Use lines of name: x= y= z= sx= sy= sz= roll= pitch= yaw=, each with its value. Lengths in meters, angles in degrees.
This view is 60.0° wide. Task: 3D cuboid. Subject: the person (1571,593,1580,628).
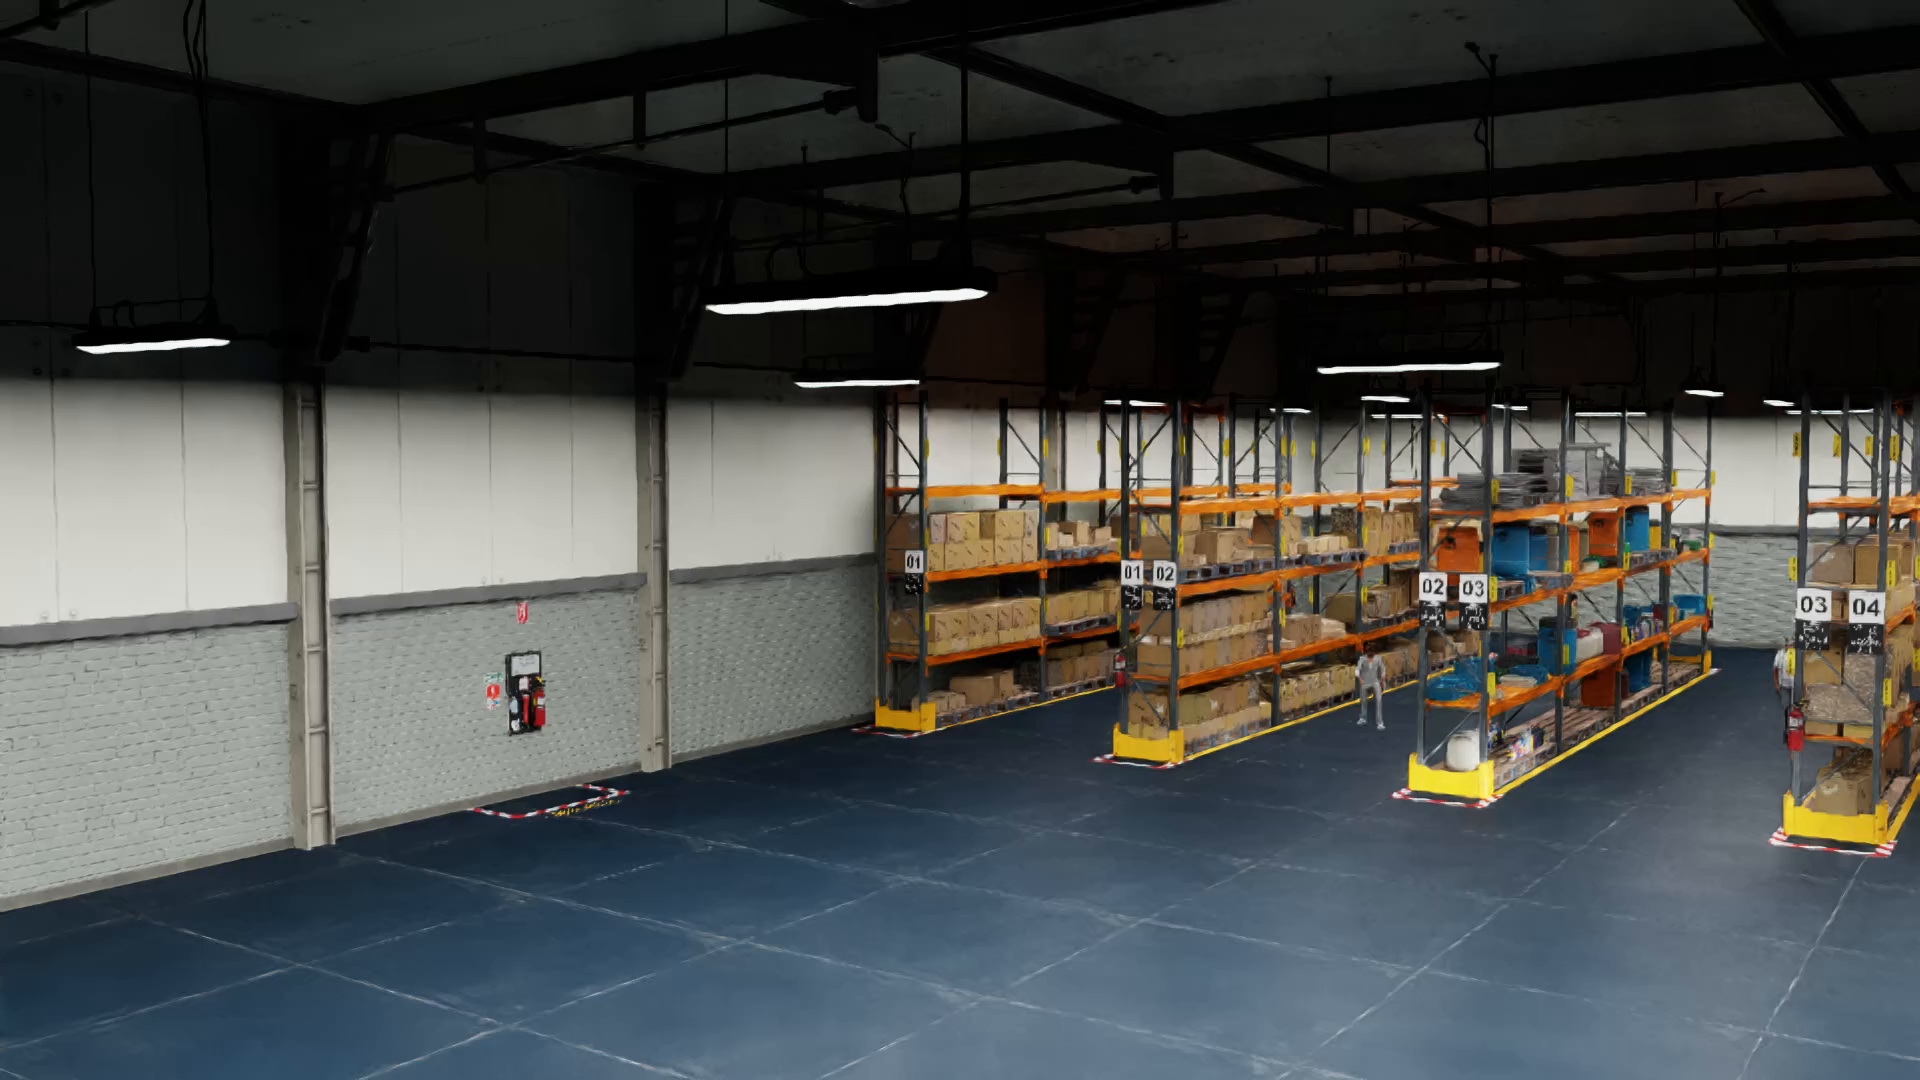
person: x=14.016 y=2.042 z=38.068 sx=0.390 sy=1.673 sz=0.562 roll=2 pitch=4 yaw=29

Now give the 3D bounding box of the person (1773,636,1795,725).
person: x=14.656 y=2.518 z=29.381 sx=0.539 sy=1.672 sz=1.116 roll=2 pitch=4 yaw=37

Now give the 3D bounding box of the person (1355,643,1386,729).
person: x=7.346 y=2.574 z=29.743 sx=0.552 sy=1.525 sz=0.788 roll=1 pitch=3 yaw=17
